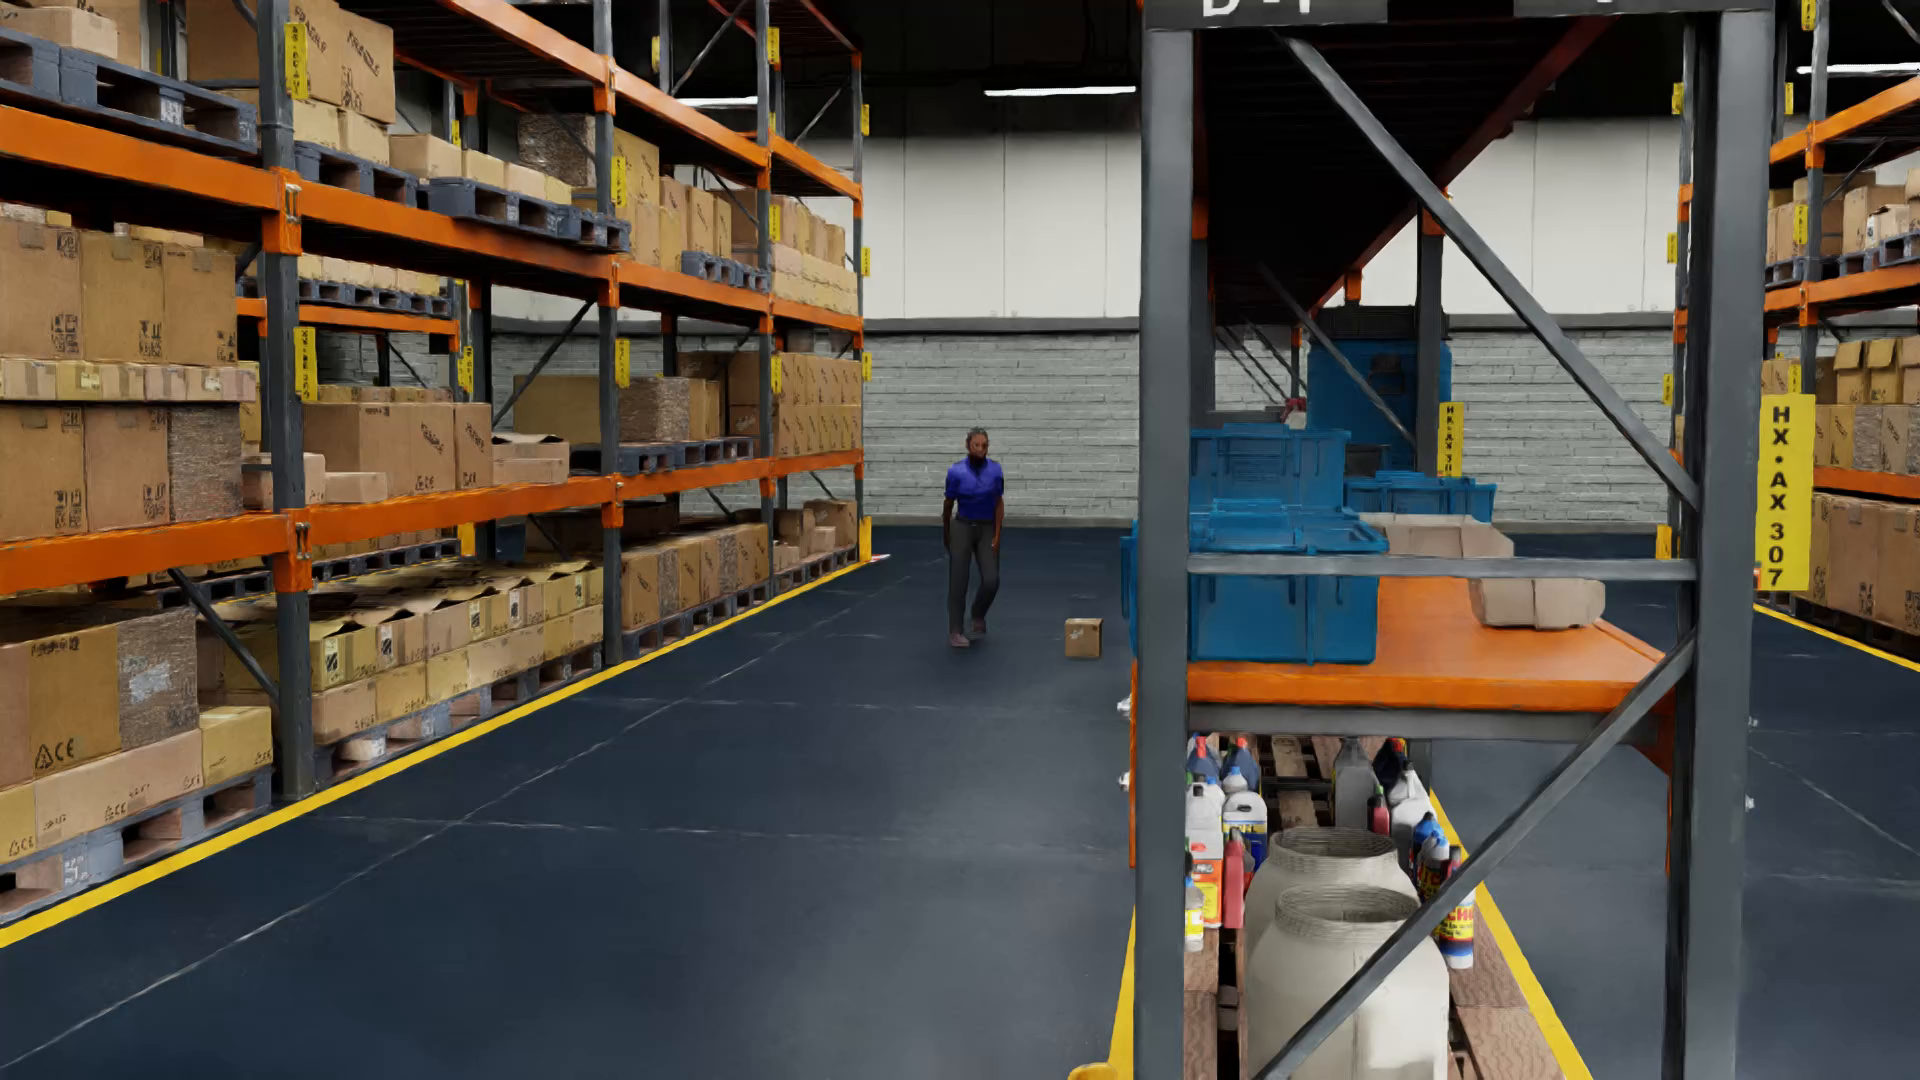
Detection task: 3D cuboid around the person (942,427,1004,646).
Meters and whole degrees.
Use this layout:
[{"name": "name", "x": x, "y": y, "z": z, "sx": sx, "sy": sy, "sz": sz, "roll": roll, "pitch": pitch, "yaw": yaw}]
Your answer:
[{"name": "person", "x": 0.092, "y": -0.022, "z": 12.458, "sx": 0.448, "sy": 1.621, "sz": 0.600, "roll": -1, "pitch": 5, "yaw": -15}]
